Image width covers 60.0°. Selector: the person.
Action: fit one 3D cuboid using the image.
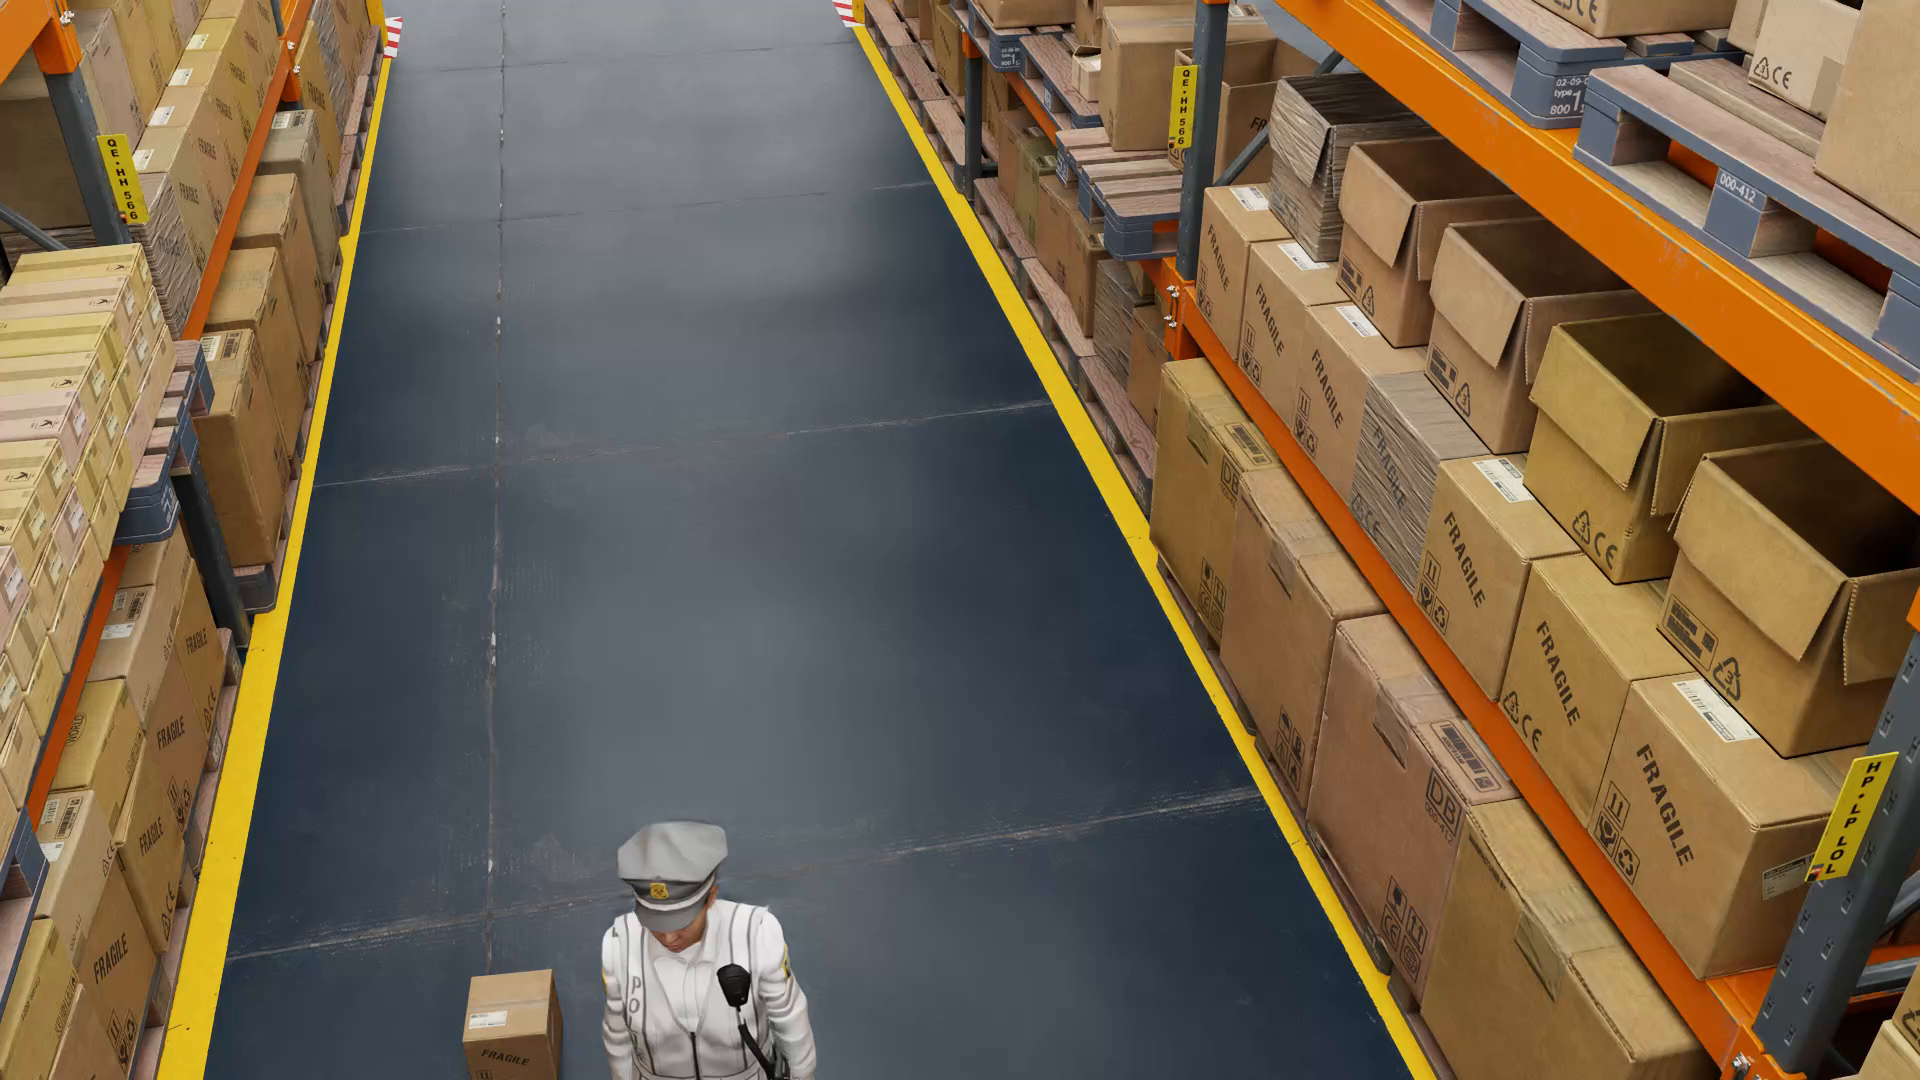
[{"bbox_3d":[-0.608,1.364,4.106,0.508,1.667,0.433,-2,35,-2],"label":"person"}]
